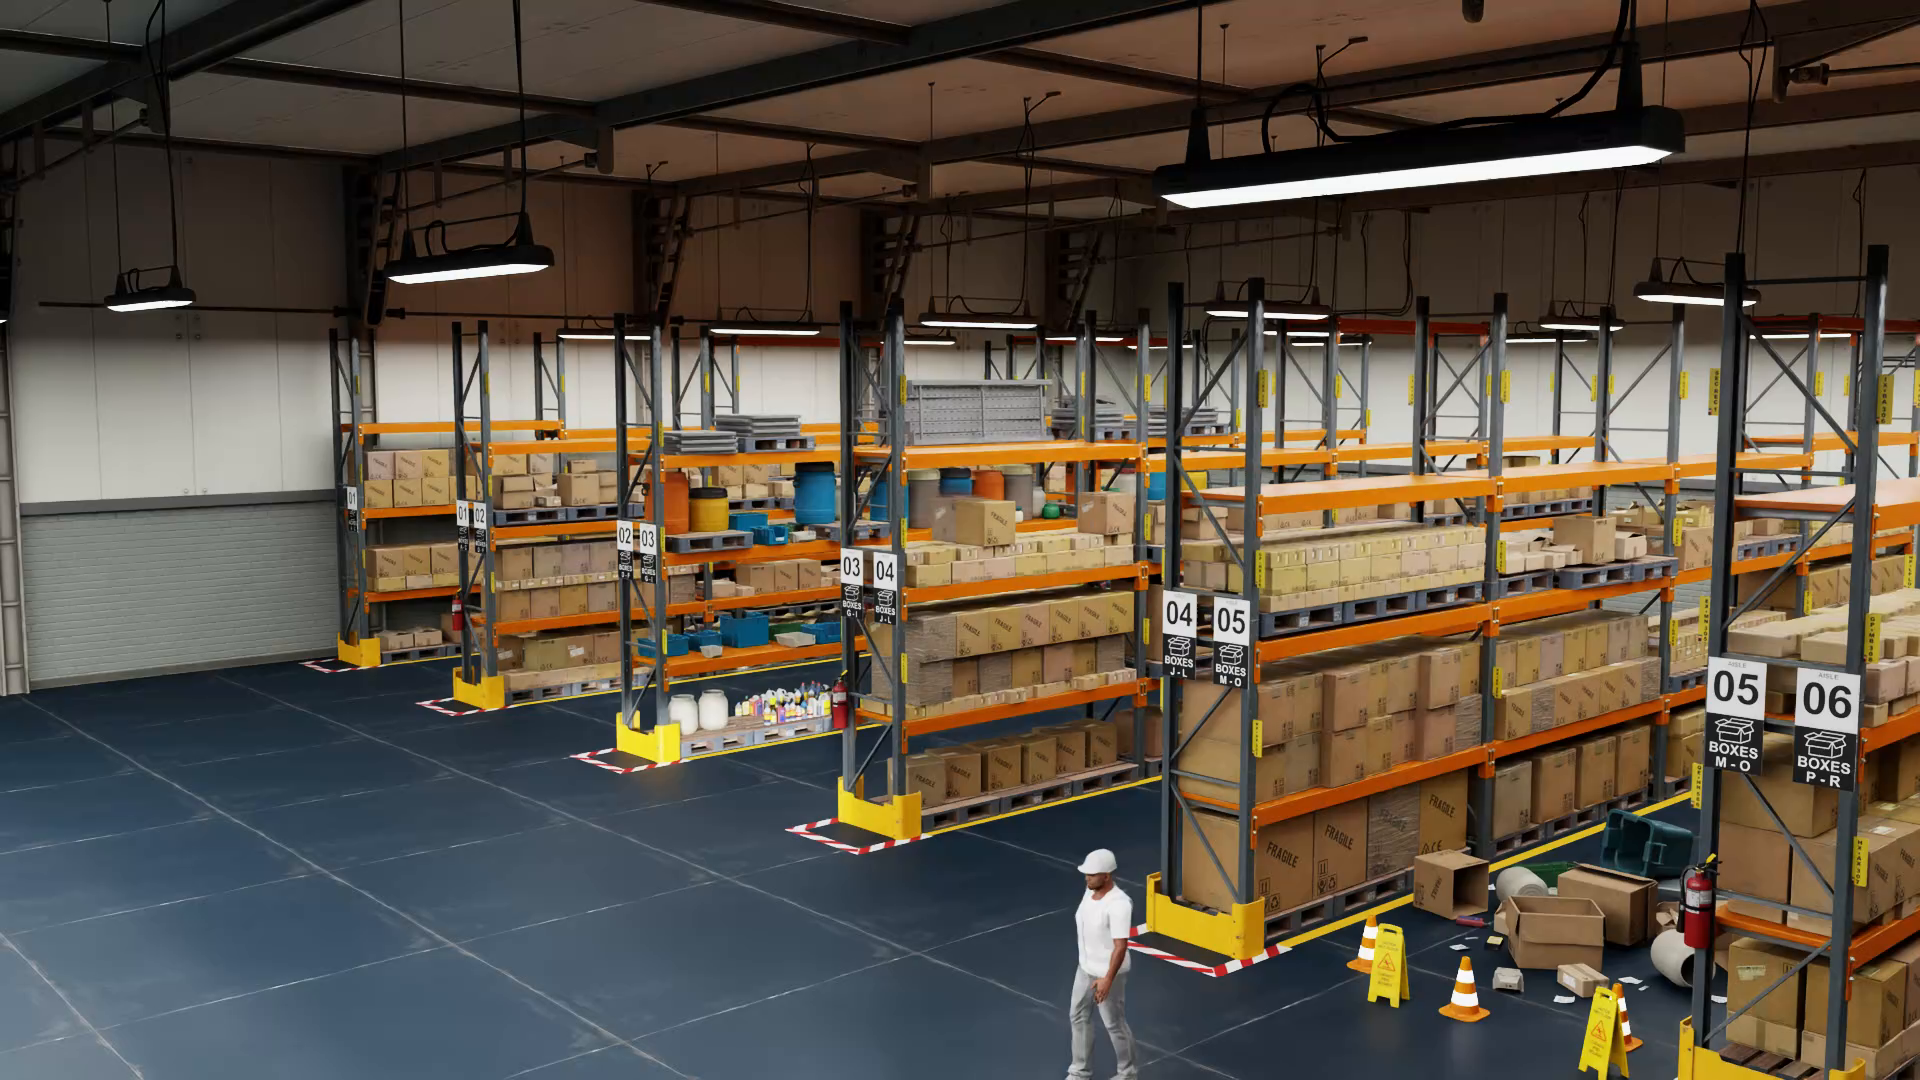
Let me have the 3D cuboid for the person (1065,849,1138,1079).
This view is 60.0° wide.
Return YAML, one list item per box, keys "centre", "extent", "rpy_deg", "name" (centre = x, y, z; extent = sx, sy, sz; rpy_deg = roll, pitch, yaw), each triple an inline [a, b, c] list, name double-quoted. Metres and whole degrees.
- centre: [0.988, 3.113, 12.005]
  extent: [0.641, 1.787, 0.637]
  rpy_deg: [-3, 6, -24]
  name: "person"
